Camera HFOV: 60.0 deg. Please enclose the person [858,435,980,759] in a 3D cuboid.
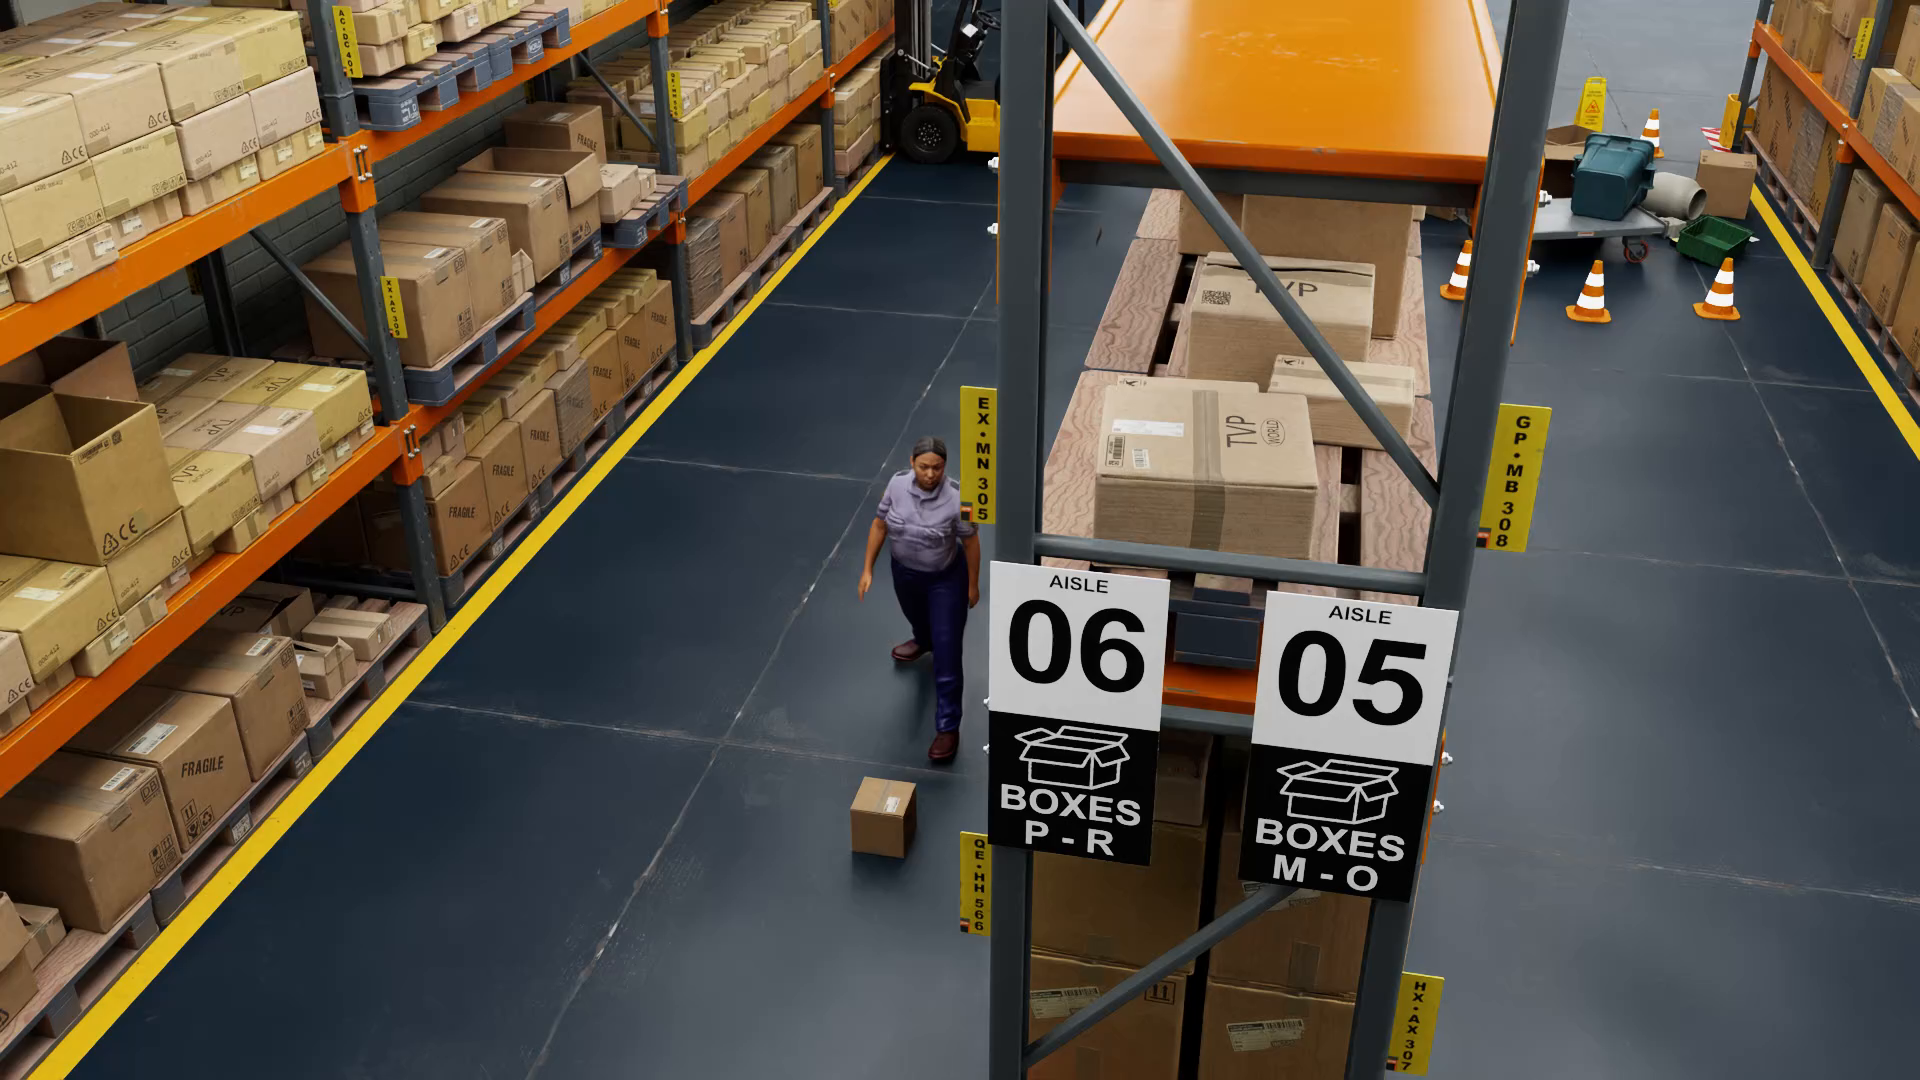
[{"bbox_3d":[-0.178,0.158,8.365,0.717,1.594,0.953,14,32,24],"label":"person"}]
